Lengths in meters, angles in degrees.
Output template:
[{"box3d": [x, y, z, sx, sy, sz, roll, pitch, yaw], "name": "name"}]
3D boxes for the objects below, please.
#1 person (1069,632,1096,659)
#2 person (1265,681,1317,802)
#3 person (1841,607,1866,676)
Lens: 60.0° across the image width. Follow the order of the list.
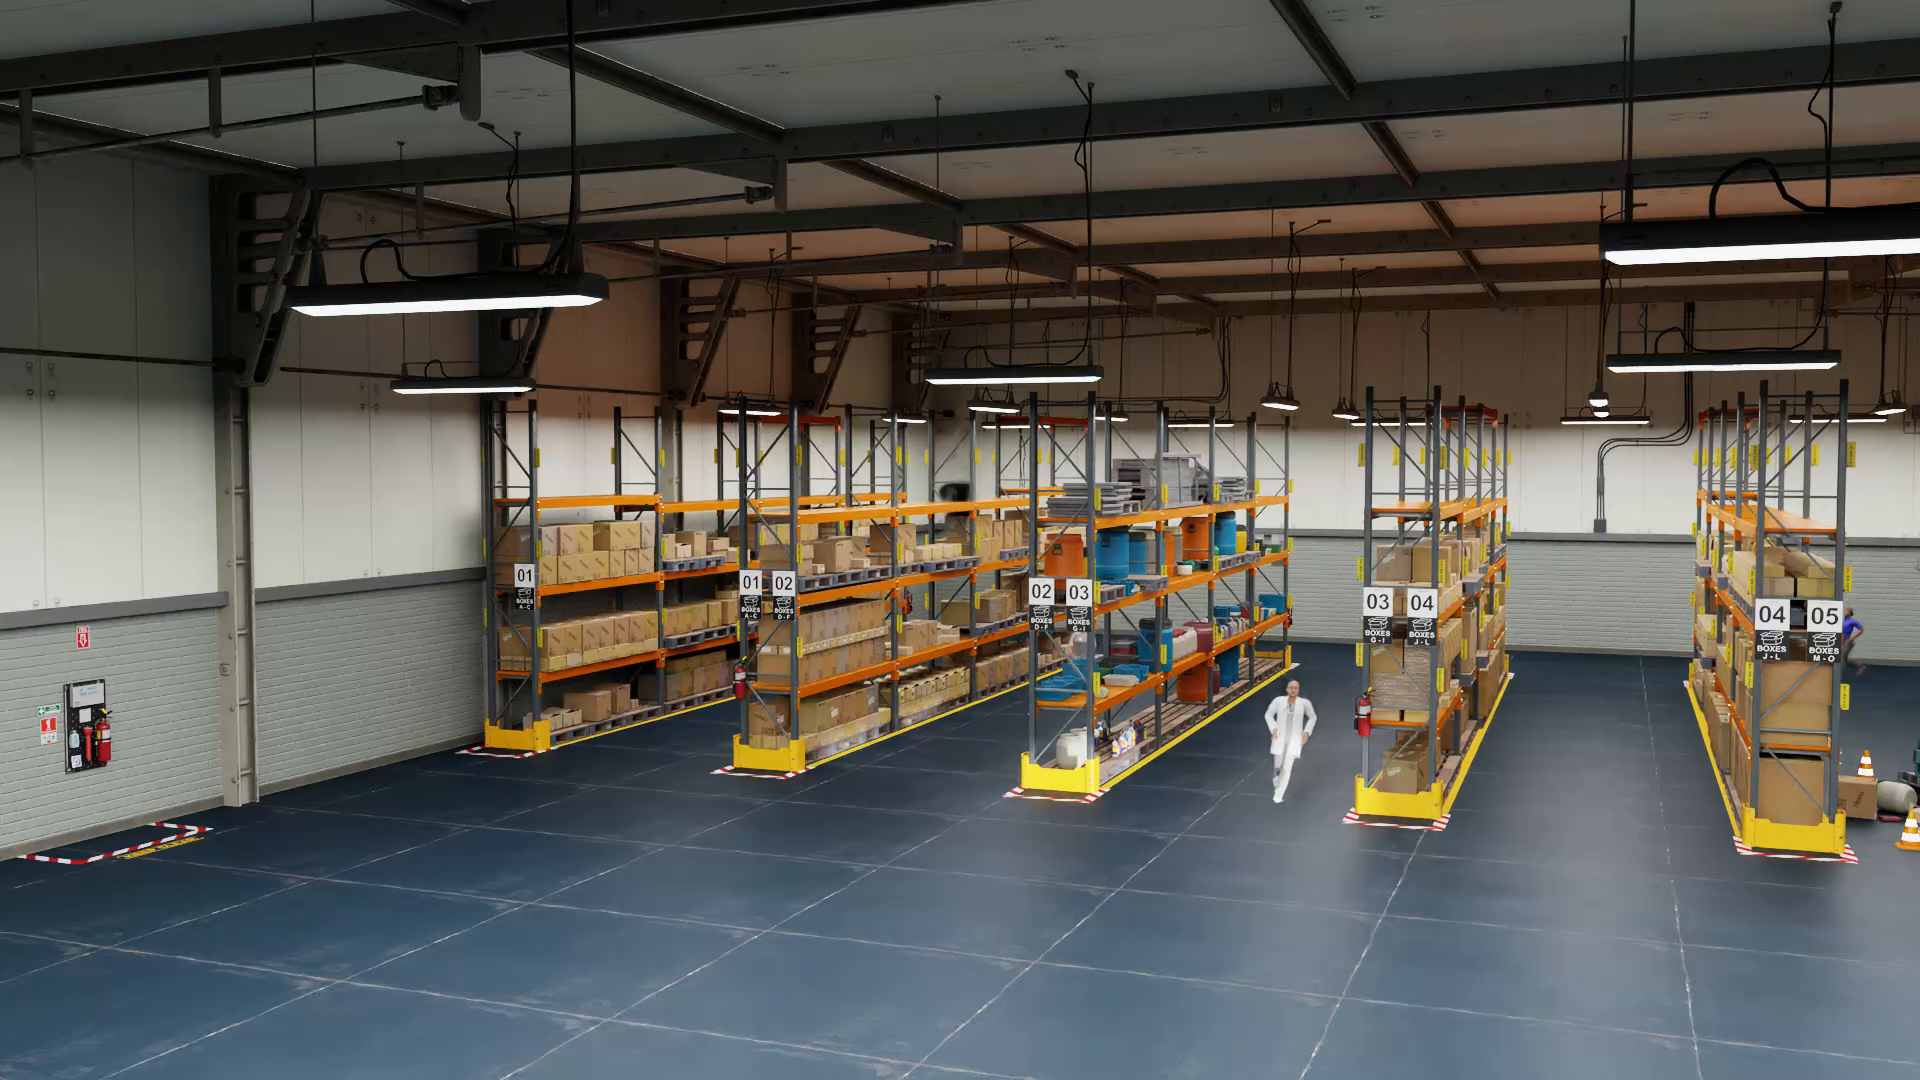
[{"box3d": [2.386, 2.331, 32.678, 0.547, 1.559, 0.480, 1, 3, 14], "name": "person"}, {"box3d": [4.867, 2.948, 24.479, 0.750, 1.771, 0.780, 1, 3, 12], "name": "person"}, {"box3d": [19.925, 2.332, 37.327, 0.904, 1.654, 0.580, 0, 3, -3], "name": "person"}]
